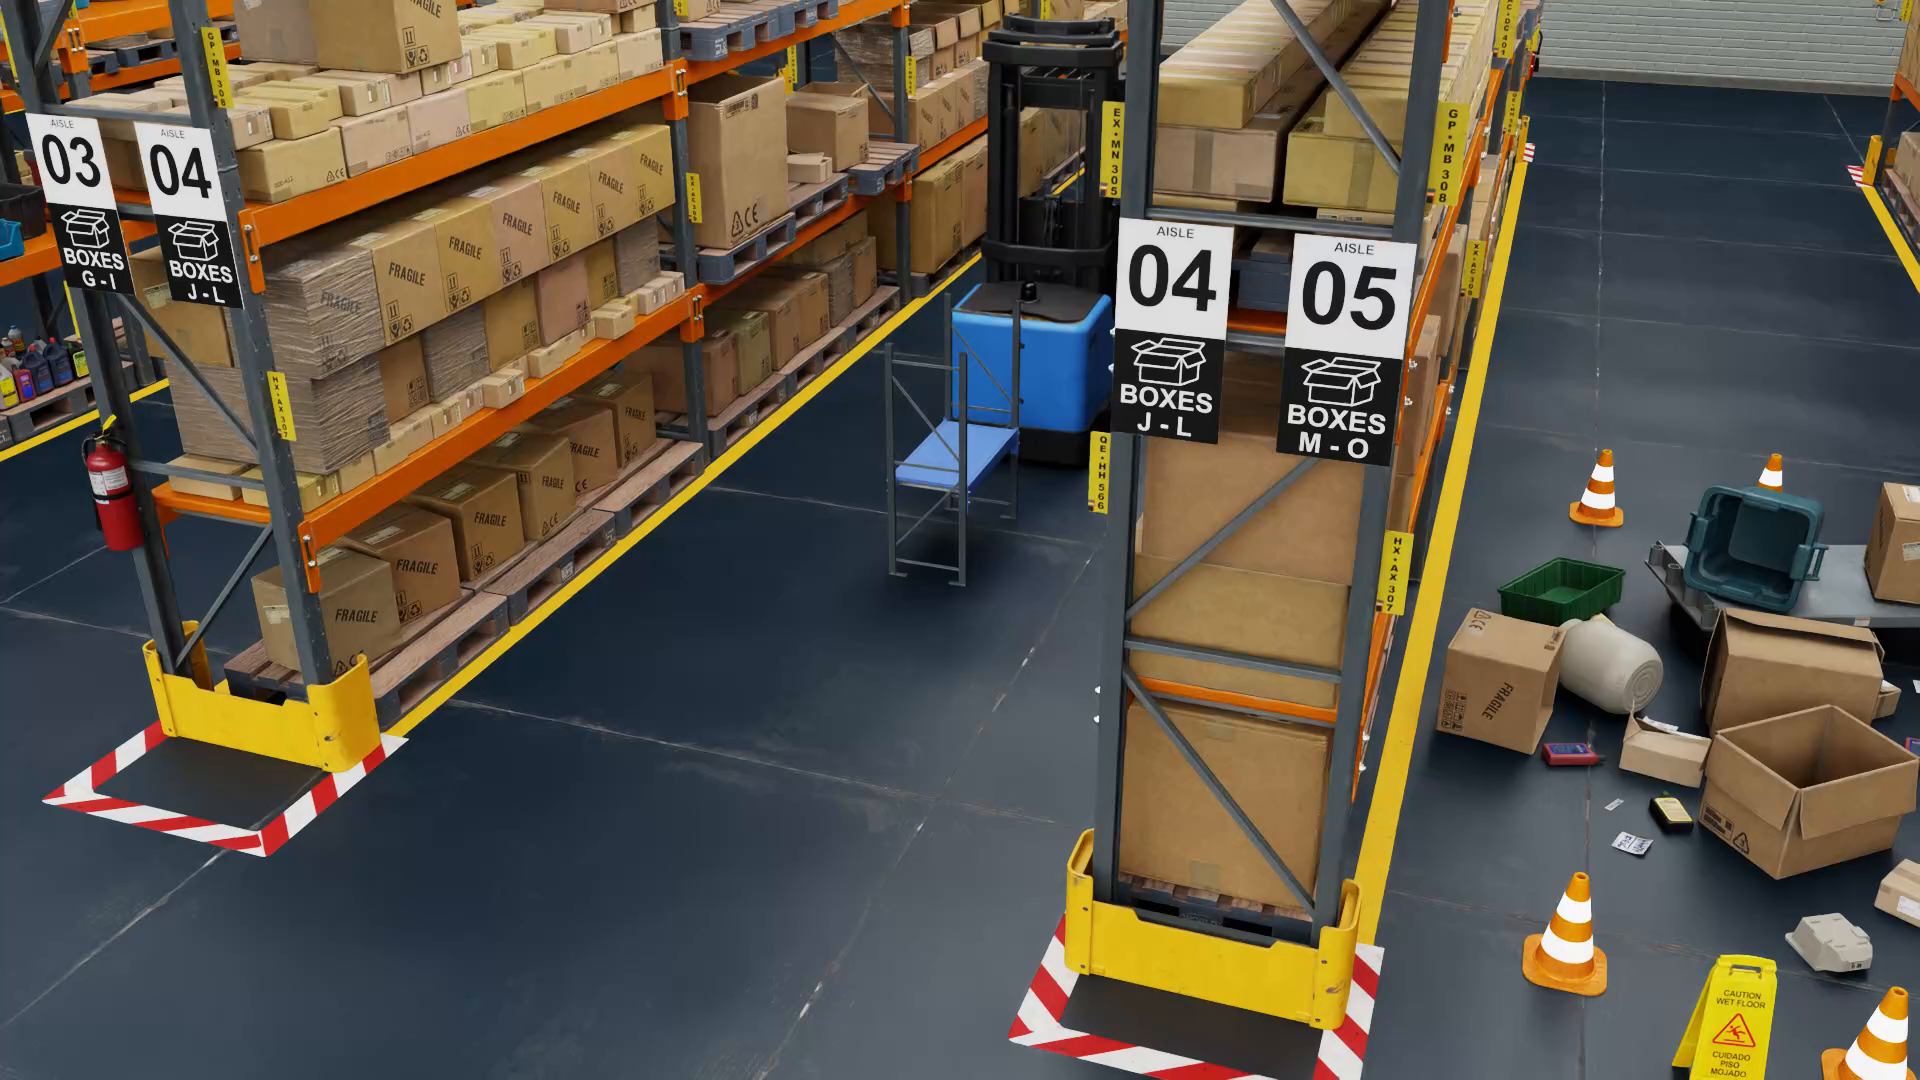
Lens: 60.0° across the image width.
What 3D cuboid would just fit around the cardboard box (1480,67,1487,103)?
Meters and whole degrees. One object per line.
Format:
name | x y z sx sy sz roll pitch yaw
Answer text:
cardboard box | 2.383 -2.247 8.198 0.380 0.149 0.250 9 27 18

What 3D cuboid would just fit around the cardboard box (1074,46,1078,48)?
cardboard box | 1.147 -5.620 19.204 0.380 0.149 0.250 8 27 17

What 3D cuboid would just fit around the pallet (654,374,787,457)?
pallet | -2.015 -1.008 12.589 1.003 0.211 1.213 9 27 17

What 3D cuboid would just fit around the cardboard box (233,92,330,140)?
cardboard box | -3.116 -1.933 7.573 0.380 0.149 0.250 9 27 19

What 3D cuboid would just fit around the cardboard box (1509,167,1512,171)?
cardboard box | 6.131 -4.339 19.059 0.380 0.149 0.250 8 27 15

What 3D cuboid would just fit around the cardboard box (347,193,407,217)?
cardboard box | -3.324 -1.601 9.011 0.500 0.500 0.500 9 27 17

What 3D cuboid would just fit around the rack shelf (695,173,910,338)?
rack shelf | -1.607 -2.441 13.174 1.077 0.370 4.000 9 27 17

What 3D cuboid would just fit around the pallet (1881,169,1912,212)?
pallet | 10.874 -3.842 18.443 1.003 0.211 1.213 9 27 17

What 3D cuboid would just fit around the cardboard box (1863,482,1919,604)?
cardboard box | 5.384 0.033 9.239 0.500 0.500 0.500 9 27 17

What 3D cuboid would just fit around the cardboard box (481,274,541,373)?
cardboard box | -2.957 -1.326 9.590 0.875 0.500 0.500 9 27 17

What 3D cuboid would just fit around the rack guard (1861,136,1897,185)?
rack guard | 11.074 -4.322 19.102 1.175 0.500 0.348 9 27 17

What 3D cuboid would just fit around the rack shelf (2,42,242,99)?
rack shelf | -9.616 -5.523 19.540 1.077 0.370 4.000 9 27 17

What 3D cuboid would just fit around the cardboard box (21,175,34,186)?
cardboard box | -10.227 -3.724 17.674 0.500 0.250 0.500 9 27 19

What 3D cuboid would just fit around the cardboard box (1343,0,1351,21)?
cardboard box | 1.677 -2.598 8.008 0.380 0.149 0.250 8 27 17

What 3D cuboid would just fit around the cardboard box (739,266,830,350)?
cardboard box | -1.500 -1.917 13.632 0.700 0.500 0.500 11 28 22

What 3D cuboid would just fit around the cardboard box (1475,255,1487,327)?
cardboard box | 4.178 -2.143 14.121 0.500 0.500 0.500 8 27 15

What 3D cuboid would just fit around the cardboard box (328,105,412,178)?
cardboard box | -3.034 -1.955 8.075 0.500 0.250 0.500 8 27 16

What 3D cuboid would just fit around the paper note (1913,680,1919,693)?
paper note | 5.288 0.801 9.060 0.148 0.019 0.142 9 27 17

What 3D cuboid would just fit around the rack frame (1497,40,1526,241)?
rack frame | 5.033 -4.469 16.539 1.000 3.000 0.127 9 27 17

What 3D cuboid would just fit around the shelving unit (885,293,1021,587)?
shelving unit | -0.028 -0.640 10.351 0.538 1.500 1.048 9 27 17

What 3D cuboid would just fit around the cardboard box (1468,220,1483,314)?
cardboard box | 3.136 -1.817 10.945 0.500 0.500 0.500 9 27 17

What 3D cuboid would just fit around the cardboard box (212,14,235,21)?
cardboard box | -9.319 -6.740 20.632 0.700 0.500 0.500 0 26 0

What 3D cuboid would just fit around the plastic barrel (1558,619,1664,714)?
plastic barrel | 3.440 0.666 8.888 0.421 0.421 0.512 -14 29 -27

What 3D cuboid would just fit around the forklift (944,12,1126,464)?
forklift | 0.806 -2.473 12.493 1.130 2.935 3.031 8 27 15

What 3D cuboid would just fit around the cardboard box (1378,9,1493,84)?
cardboard box | 2.281 -2.385 8.026 0.500 0.250 0.500 9 27 17

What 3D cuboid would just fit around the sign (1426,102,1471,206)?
sign | 1.562 -1.234 5.321 0.100 0.325 0.005 9 27 17

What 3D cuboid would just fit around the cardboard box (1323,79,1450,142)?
cardboard box | 1.451 -1.459 5.656 0.380 0.149 0.250 9 27 18

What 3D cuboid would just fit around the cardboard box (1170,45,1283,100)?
cardboard box | 1.002 -1.763 6.284 0.380 0.149 0.250 9 27 18

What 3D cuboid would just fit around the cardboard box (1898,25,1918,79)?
cardboard box | 10.636 -5.326 18.194 0.500 0.500 0.500 9 27 17

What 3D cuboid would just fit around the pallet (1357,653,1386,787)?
pallet | 1.640 0.877 8.696 1.003 0.211 1.213 9 27 17

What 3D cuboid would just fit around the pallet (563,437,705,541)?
pallet | -2.463 -0.406 11.347 1.003 0.211 1.213 9 27 17

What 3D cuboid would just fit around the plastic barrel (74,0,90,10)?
plastic barrel | -6.979 -4.477 12.537 0.600 0.901 0.708 9 27 17

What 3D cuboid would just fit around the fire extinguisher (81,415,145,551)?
fire extinguisher | -4.076 -0.284 7.983 0.296 0.674 0.183 9 27 17

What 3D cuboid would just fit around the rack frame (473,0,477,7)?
rack frame | -7.620 -8.312 24.475 1.000 3.000 0.127 9 27 17

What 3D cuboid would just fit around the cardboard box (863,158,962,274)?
cardboard box | -0.692 -3.100 15.666 1.225 0.875 0.875 7 27 15

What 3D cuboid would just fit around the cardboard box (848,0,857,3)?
cardboard box | -1.021 -4.432 13.192 0.500 0.250 0.500 9 27 17

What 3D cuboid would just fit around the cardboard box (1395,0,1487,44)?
cardboard box | 2.129 -2.297 7.386 0.380 0.149 0.250 8 27 17

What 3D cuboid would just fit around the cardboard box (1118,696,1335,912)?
cardboard box | 1.203 0.941 7.321 0.875 0.875 0.875 9 27 18

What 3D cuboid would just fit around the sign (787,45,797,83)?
sign | -1.466 -4.187 14.626 0.100 0.325 0.005 9 27 17

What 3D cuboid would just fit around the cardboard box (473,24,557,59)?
cardboard box | -2.508 -2.804 9.373 0.380 0.149 0.250 10 28 19

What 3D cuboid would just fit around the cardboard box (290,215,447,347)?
cardboard box | -2.991 -1.319 8.428 0.500 0.500 0.500 9 27 17

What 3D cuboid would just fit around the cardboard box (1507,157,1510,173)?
cardboard box | 5.852 -4.149 18.325 0.380 0.149 0.250 9 27 17

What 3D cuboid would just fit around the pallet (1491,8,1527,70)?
pallet | 3.169 -3.358 11.019 1.003 0.211 1.213 10 28 20

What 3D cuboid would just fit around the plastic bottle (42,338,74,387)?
plastic bottle | -6.886 -1.360 12.652 0.144 0.351 0.185 8 27 16

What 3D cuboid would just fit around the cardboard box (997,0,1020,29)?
cardboard box | 0.185 -5.463 17.325 0.797 0.503 0.637 8 27 16

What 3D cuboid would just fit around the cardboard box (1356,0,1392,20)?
cardboard box | 1.944 -2.672 8.619 0.500 0.250 0.500 9 27 18

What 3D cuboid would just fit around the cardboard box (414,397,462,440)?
cardboard box | -2.932 -0.676 8.993 0.380 0.149 0.250 9 27 17

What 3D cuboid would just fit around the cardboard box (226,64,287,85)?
cardboard box | -3.559 -2.245 8.217 0.380 0.149 0.250 9 27 18

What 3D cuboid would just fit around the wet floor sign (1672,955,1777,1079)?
wet floor sign | 2.898 1.821 6.249 0.267 0.644 0.232 4 26 8

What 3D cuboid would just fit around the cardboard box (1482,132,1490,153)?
cardboard box | 4.052 -3.205 13.392 0.380 0.149 0.250 10 28 20

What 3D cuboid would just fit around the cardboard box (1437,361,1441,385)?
cardboard box | 2.260 -1.096 9.399 0.875 0.550 0.550 9 27 17

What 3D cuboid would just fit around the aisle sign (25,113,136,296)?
aisle sign | -3.907 -1.487 7.396 0.394 0.787 0.004 9 27 17

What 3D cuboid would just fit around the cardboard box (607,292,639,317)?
cardboard box | -2.299 -1.503 10.701 0.380 0.149 0.250 9 27 17

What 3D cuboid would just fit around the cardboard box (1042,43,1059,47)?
cardboard box | 0.793 -5.452 18.398 0.500 0.250 0.500 8 27 16
